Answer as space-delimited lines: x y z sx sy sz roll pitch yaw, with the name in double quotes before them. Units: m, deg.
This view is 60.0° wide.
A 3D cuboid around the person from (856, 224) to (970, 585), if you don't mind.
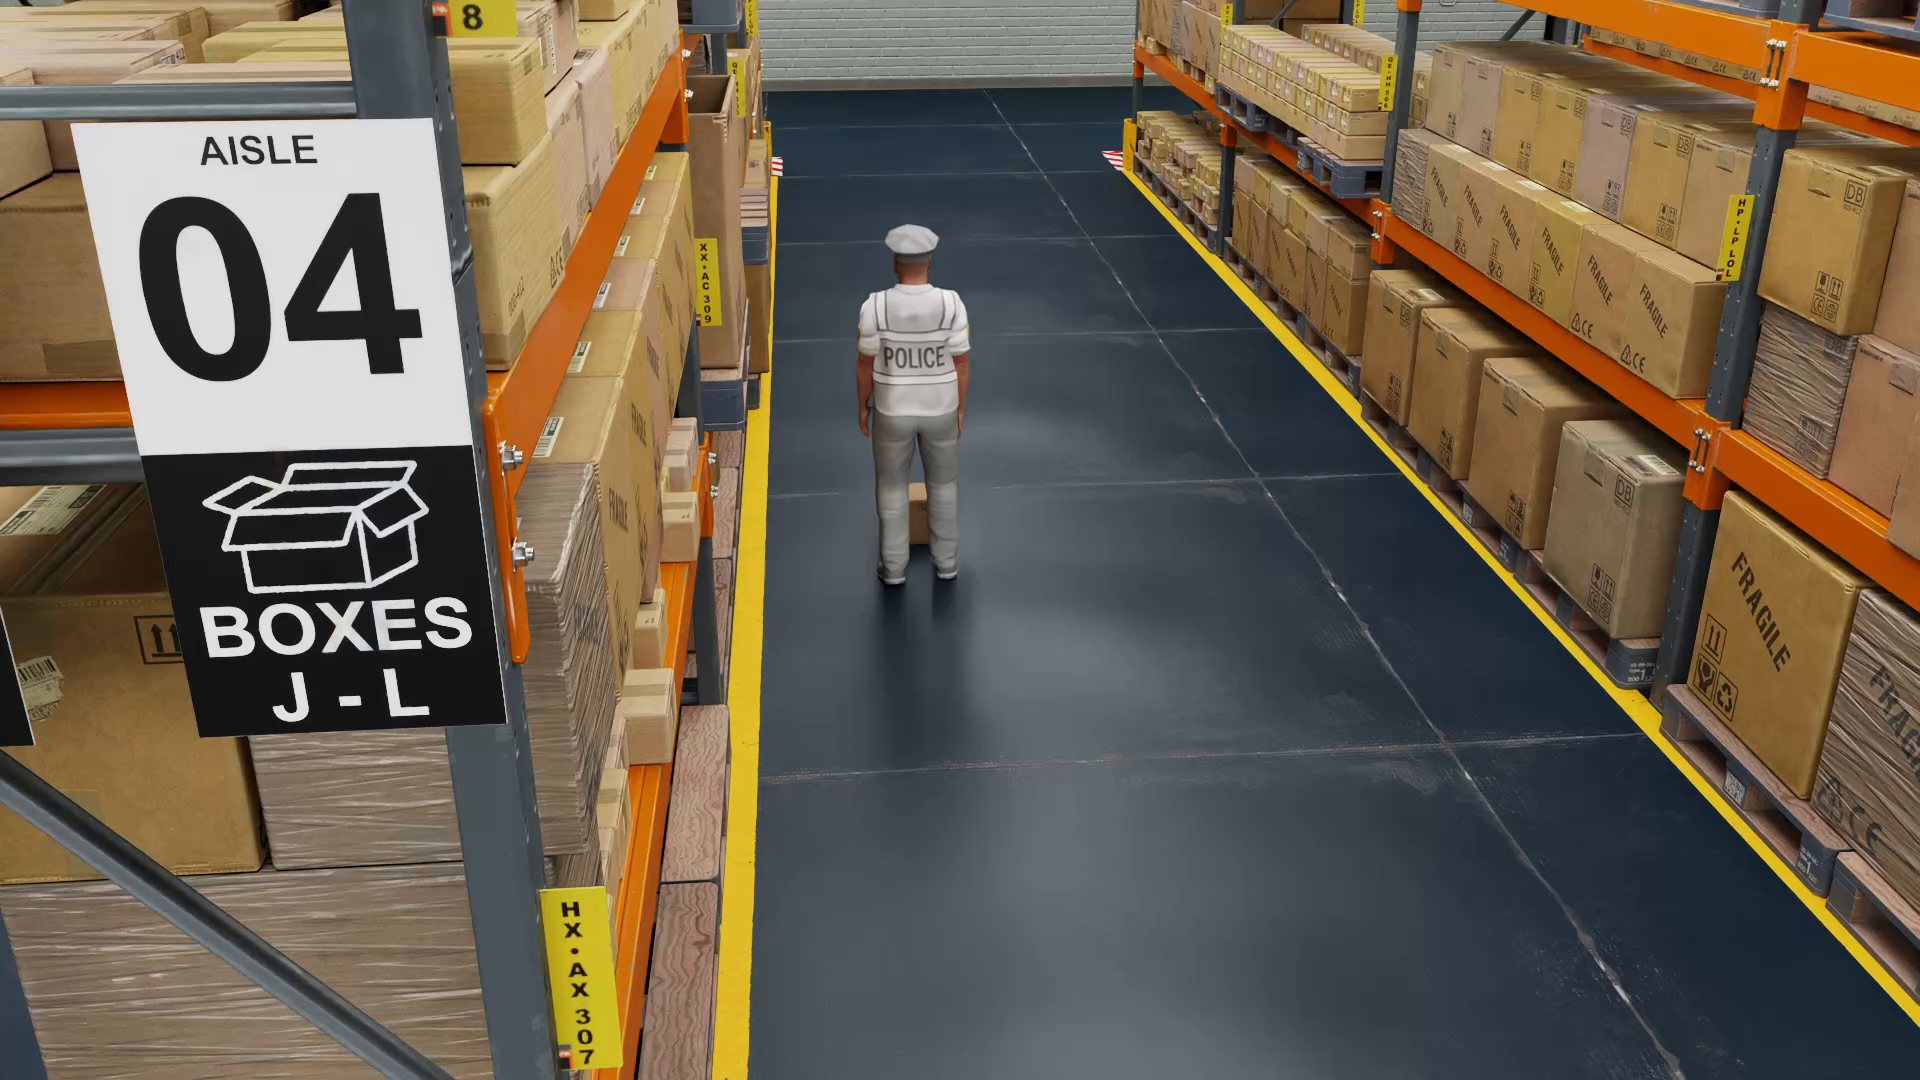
"person" -0.229 -0.631 8.045 0.538 1.787 0.407 -3 24 -6
